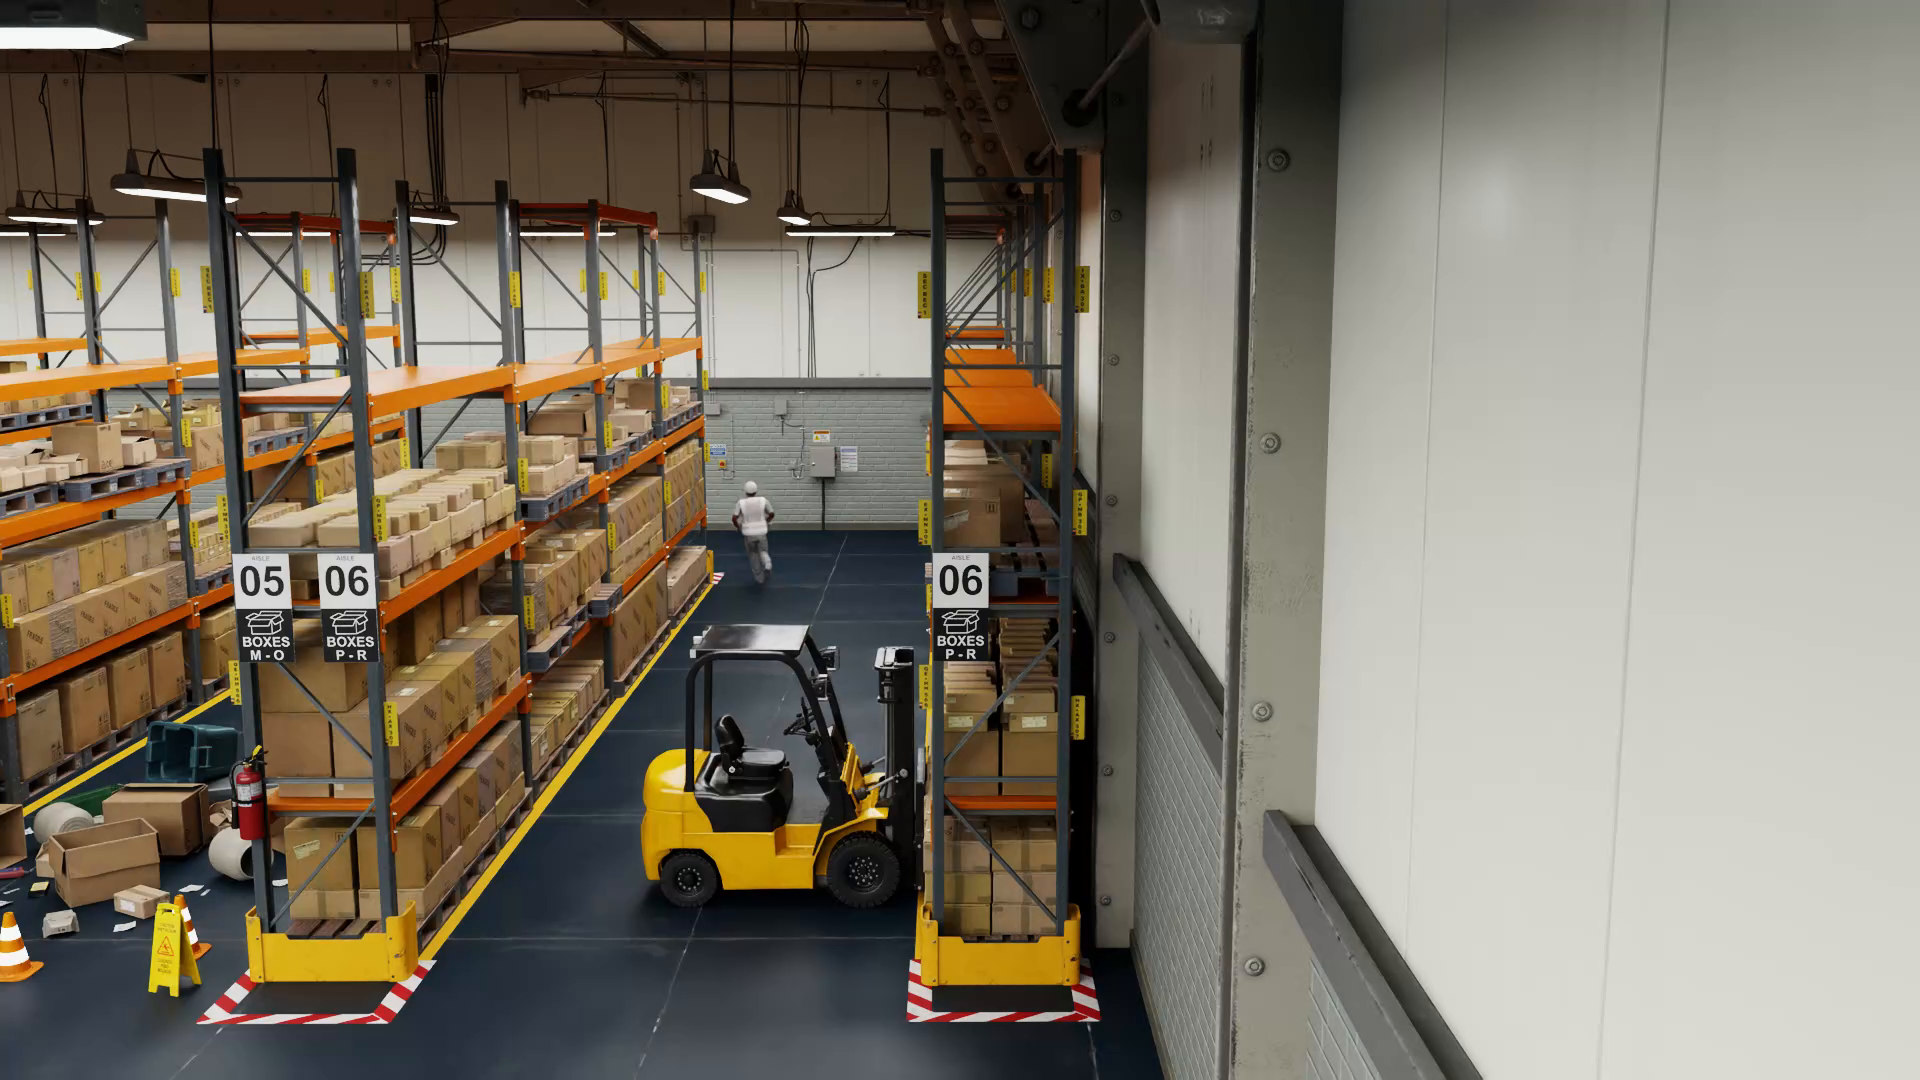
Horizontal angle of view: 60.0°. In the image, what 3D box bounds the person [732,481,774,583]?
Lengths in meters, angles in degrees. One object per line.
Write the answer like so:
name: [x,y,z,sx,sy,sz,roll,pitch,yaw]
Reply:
person: [-3.448,-0.113,27.668,0.706,1.734,0.715,-3,10,-17]
